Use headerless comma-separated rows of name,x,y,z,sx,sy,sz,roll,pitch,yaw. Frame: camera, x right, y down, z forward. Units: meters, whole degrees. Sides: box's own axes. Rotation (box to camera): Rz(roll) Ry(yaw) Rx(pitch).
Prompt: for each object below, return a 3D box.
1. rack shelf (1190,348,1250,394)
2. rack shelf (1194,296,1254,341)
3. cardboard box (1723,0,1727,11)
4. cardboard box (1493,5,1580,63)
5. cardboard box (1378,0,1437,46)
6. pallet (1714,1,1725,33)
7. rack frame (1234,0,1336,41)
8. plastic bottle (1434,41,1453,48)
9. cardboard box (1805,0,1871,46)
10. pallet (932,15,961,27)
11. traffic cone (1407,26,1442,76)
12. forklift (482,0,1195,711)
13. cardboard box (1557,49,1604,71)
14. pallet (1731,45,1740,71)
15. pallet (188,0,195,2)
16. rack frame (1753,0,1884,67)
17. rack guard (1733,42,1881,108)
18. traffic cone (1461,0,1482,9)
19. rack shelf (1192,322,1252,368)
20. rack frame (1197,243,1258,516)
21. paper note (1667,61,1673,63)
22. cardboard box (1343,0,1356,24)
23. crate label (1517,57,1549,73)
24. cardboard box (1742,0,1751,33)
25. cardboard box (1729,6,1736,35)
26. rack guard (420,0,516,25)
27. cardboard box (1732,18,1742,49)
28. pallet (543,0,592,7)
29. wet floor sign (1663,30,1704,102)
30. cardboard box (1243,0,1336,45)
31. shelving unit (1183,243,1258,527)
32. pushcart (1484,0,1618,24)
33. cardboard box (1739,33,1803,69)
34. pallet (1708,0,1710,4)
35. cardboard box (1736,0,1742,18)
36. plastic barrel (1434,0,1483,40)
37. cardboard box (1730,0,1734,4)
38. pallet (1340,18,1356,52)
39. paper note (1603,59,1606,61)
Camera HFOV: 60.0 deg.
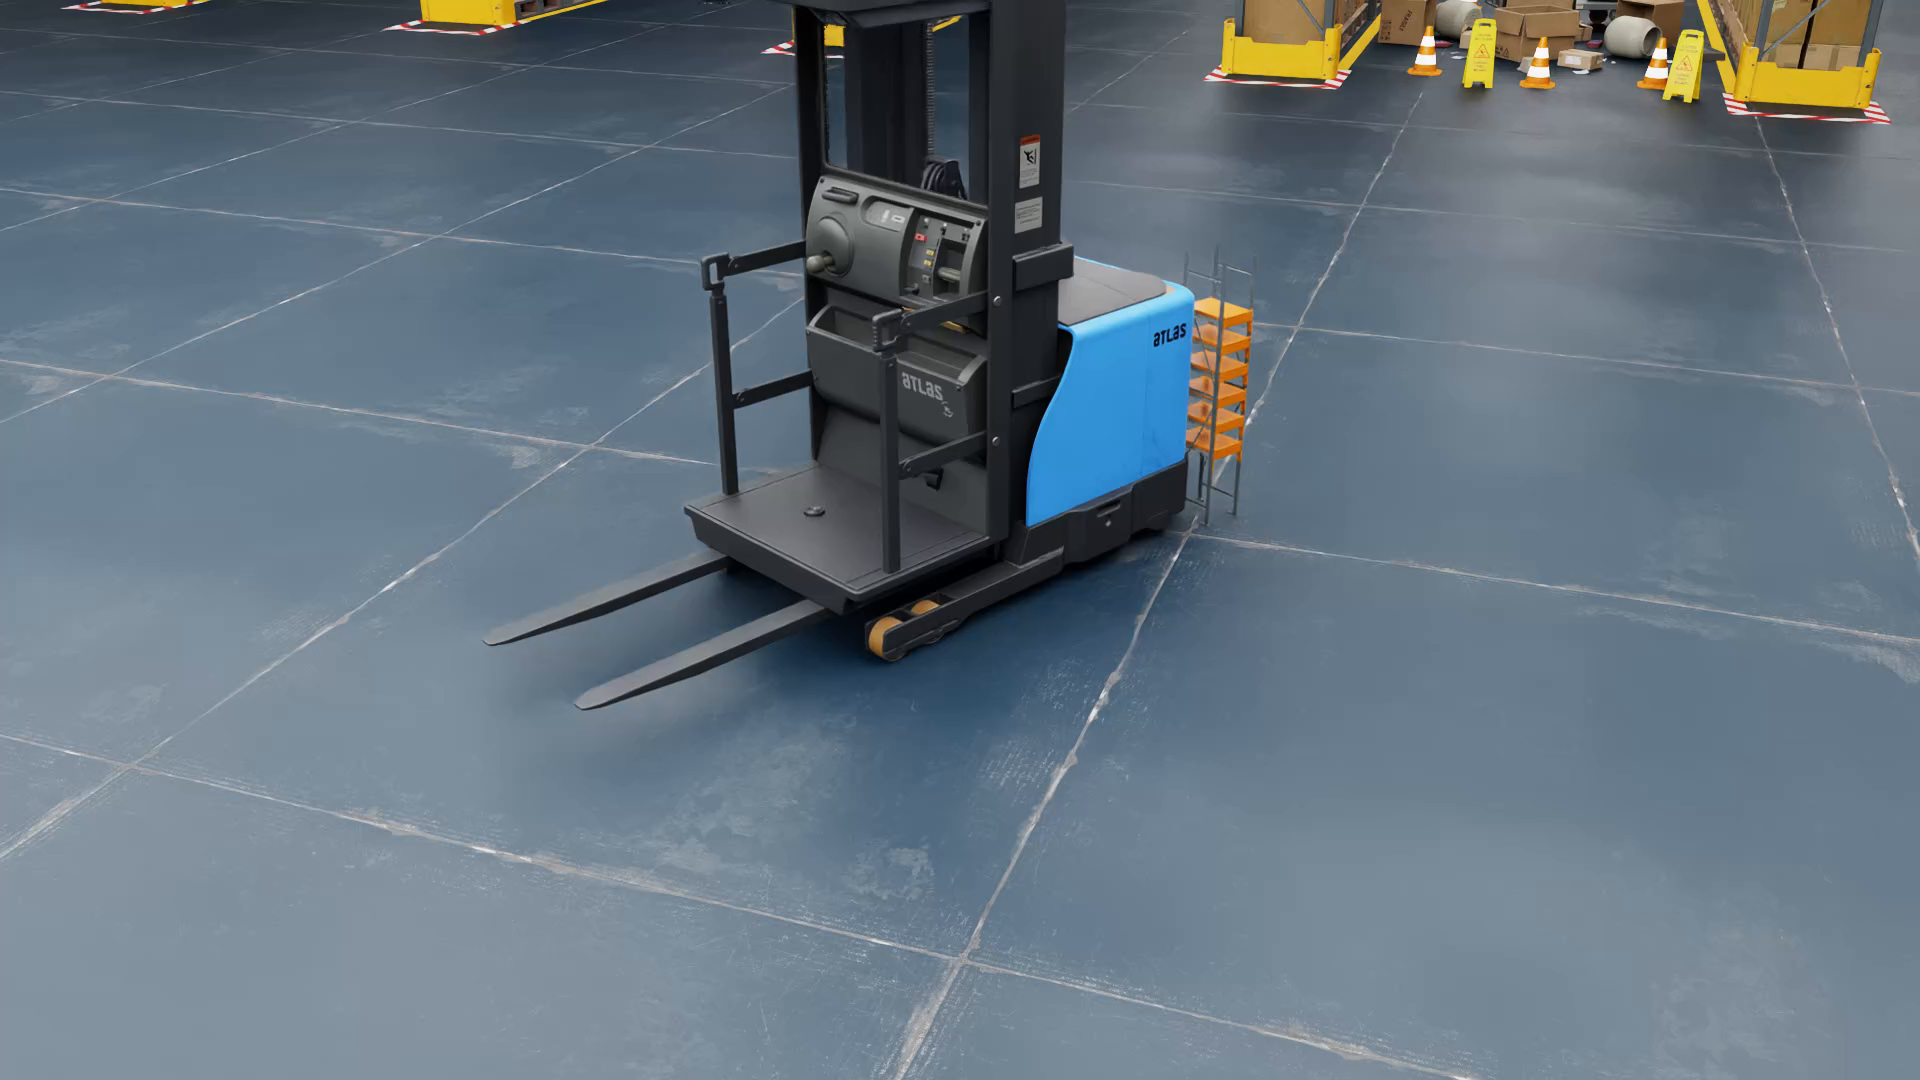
rack shelf,1.097,-0.734,7.215,0.180,0.103,0.258,-19,32,-34
rack shelf,1.097,-0.950,7.111,0.180,0.103,0.258,-19,32,-34
cardboard box,9.521,-6.388,19.534,0.950,0.372,0.625,9,27,18
cardboard box,6.214,-5.487,18.005,0.797,0.503,0.637,-9,27,-18
cardboard box,5.098,-5.931,18.923,0.500,0.500,0.500,14,29,26
pallet,9.606,-6.231,19.876,1.003,0.211,1.213,9,27,17
rack frame,3.316,-6.198,16.609,1.000,3.000,0.127,9,27,17
plastic bottle,5.390,-5.573,18.690,0.283,0.061,0.133,0,26,-1
cardboard box,8.554,-5.112,16.179,0.500,0.500,0.500,8,27,16
pallet,-0.591,-6.563,20.564,1.003,0.211,1.213,9,27,17
traffic cone,4.832,-5.069,17.187,0.336,0.463,0.334,9,27,17
forklift,-0.407,-1.114,6.188,3.031,2.935,1.130,-23,34,-39
cardboard box,6.548,-5.070,17.550,0.250,0.149,0.380,-20,33,-36
pallet,8.754,-5.126,17.595,1.003,0.211,1.213,9,27,17
pallet,-10.453,-7.462,22.420,1.003,0.211,1.213,9,27,17
rack frame,8.017,-5.522,15.212,1.000,3.000,0.127,9,27,17
rack guard,8.043,-4.428,15.821,1.175,0.500,0.348,9,27,17
traffic cone,6.517,-7.032,21.243,0.336,0.463,0.334,9,27,17
rack shelf,1.097,-0.842,7.163,0.180,0.103,0.258,-19,32,-34
rack frame,1.169,-0.690,7.299,0.006,1.200,0.240,-19,32,-34
paper note,7.583,-5.135,17.821,0.142,0.019,0.148,0,26,-1
cardboard box,4.075,-6.455,19.097,0.875,0.875,0.875,9,27,18
crate label,5.987,-4.950,17.317,0.250,0.136,0.298,-5,26,-9
cardboard box,8.208,-5.393,16.759,0.500,0.500,0.500,10,28,19
cardboard box,8.730,-5.693,18.239,0.500,0.250,0.500,10,28,20
rack guard,-6.018,-6.590,20.287,1.175,0.500,0.348,9,27,17
cardboard box,8.381,-5.272,17.370,0.500,0.250,0.500,8,27,16
pallet,-5.335,-7.293,22.070,1.003,0.211,1.213,9,27,17
wet floor sign,6.945,-4.539,15.885,0.267,0.644,0.232,20,32,35
cardboard box,3.479,-5.719,17.576,0.875,0.875,0.875,9,27,18
shelving unit,1.097,-0.666,7.248,0.189,1.200,0.258,-19,32,-34
pushcart,7.182,-6.295,19.819,1.648,0.377,0.936,0,26,-1
cardboard box,8.041,-4.854,16.507,0.500,0.250,0.500,9,27,17
pallet,10.418,-7.233,21.947,1.003,0.211,1.213,9,27,17
cardboard box,8.556,-5.817,17.634,0.500,0.500,0.500,10,28,20
plastic barrel,5.716,-5.994,19.143,0.421,0.421,0.512,-14,29,-27
cardboard box,8.897,-6.251,18.532,0.500,0.500,0.500,10,28,20
pallet,3.916,-5.783,18.951,1.003,0.211,1.213,9,27,17
paper note,6.879,-5.185,17.936,0.148,0.019,0.142,20,32,35
